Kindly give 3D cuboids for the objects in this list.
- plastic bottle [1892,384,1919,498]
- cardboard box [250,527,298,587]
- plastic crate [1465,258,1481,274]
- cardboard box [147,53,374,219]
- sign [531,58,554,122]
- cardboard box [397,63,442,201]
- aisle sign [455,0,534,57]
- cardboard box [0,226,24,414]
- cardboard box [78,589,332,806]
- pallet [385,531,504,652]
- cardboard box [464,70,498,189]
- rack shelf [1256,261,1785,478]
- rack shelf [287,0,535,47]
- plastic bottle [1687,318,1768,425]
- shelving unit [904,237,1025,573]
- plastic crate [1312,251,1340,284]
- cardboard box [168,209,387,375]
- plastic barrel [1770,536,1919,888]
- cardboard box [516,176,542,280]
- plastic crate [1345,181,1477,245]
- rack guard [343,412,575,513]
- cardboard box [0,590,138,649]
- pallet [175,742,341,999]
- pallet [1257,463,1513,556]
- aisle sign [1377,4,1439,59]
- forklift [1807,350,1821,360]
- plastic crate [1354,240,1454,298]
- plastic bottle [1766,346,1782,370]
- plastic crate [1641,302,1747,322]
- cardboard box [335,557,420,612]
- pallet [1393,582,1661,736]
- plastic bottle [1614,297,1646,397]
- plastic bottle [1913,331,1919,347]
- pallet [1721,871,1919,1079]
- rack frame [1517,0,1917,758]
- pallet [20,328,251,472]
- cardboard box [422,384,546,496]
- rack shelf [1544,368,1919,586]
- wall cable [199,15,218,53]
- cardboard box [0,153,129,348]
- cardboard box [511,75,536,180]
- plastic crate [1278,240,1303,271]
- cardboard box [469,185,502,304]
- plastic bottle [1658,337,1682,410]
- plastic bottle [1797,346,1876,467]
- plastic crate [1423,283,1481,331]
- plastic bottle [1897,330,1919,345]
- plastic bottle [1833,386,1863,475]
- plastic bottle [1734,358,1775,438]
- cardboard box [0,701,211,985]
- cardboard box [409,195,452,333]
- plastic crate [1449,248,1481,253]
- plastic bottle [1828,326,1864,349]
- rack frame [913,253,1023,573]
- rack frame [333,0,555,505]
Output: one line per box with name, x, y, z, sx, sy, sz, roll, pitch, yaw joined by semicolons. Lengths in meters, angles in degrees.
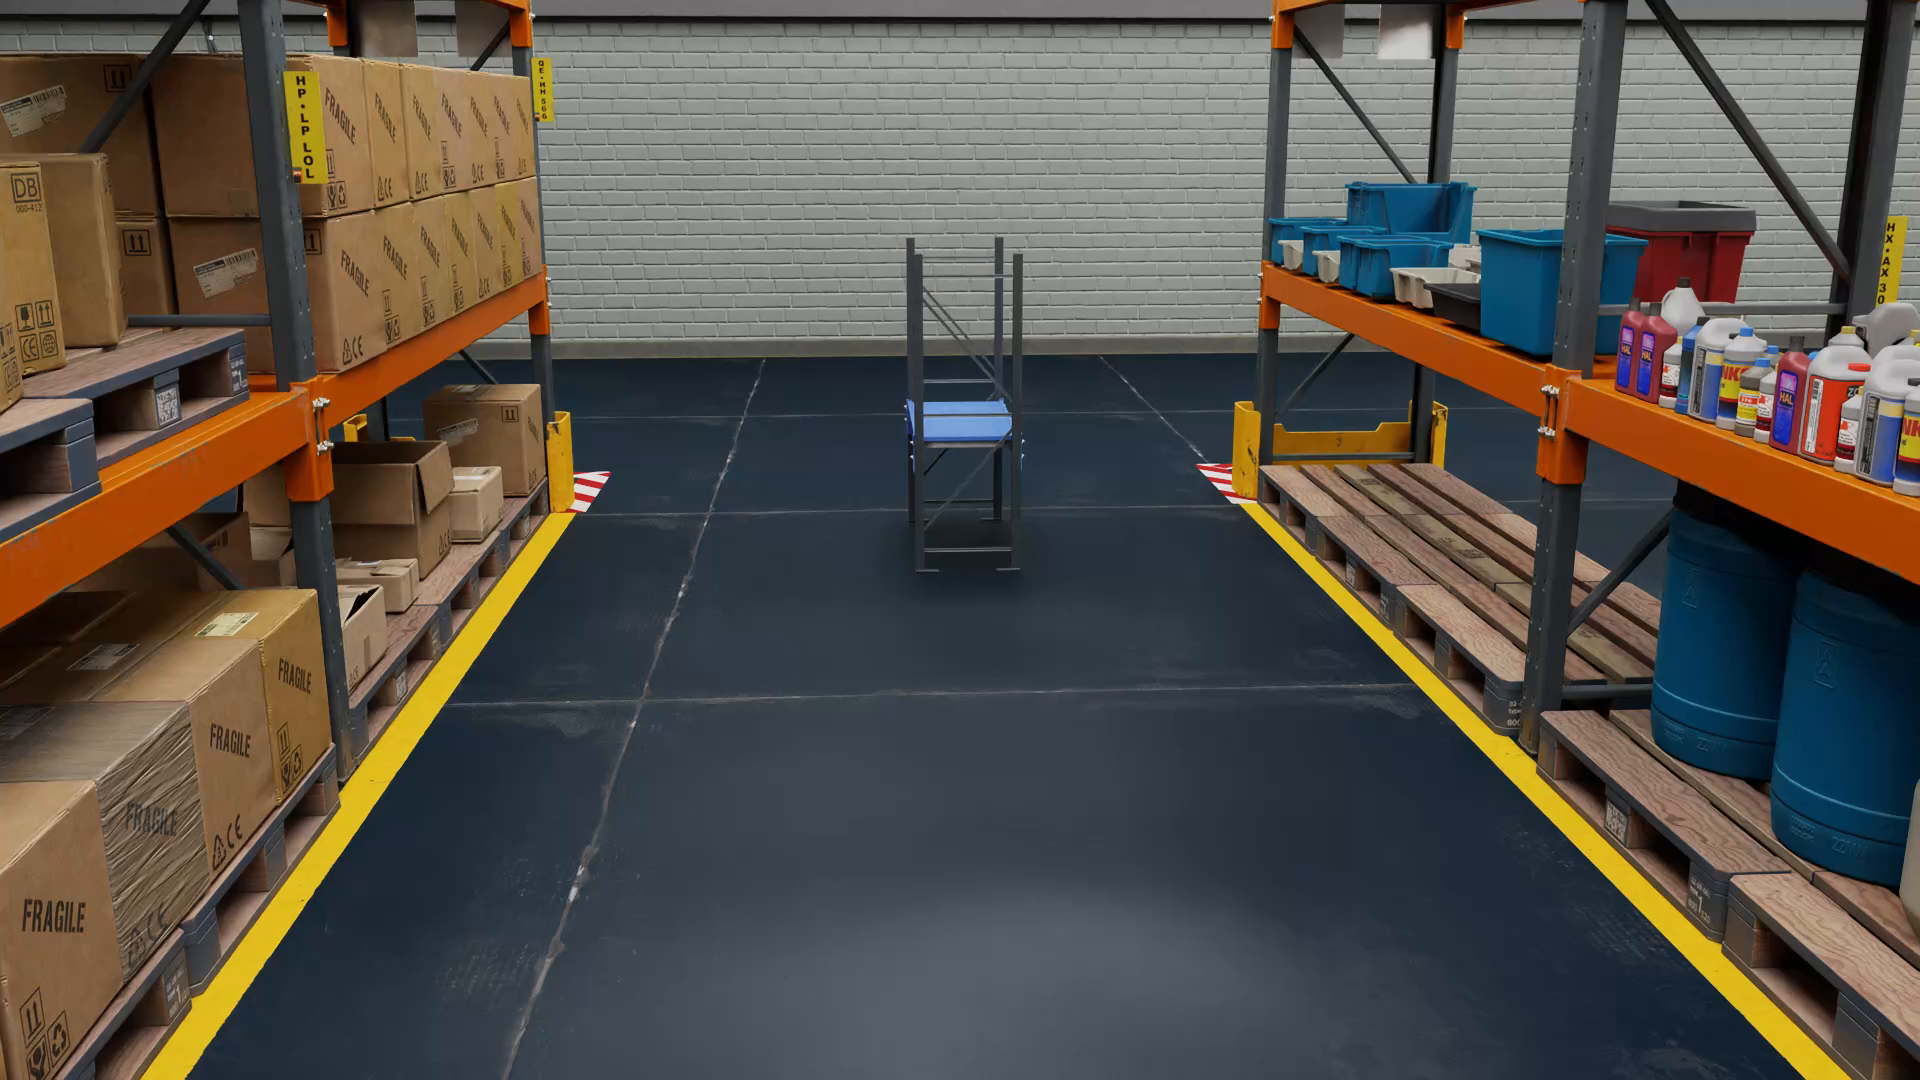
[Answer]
plastic bottle;2.137;-0.236;3.681;0.097;0.271;0.097;0;14;0
cardboard box;-2.872;0.105;6.613;0.500;0.311;0.500;-1;14;-3
plastic crate;2.503;-1.218;7.648;0.298;0.136;0.250;-1;14;-3
cardboard box;-2.255;-1.315;5.410;0.500;0.500;0.500;-1;14;-2
sign;-2.200;-2.373;8.771;0.100;0.325;0.005;-1;14;-3
cardboard box;-2.319;-1.571;6.405;0.500;0.500;0.500;-1;14;-5
aisle sign;-2.453;-2.936;8.701;0.394;0.787;0.004;-1;14;-3
cardboard box;-2.336;-0.474;3.305;0.700;0.500;0.500;-5;15;-18
cardboard box;-2.190;0.455;4.871;0.500;0.500;0.500;-1;14;-4
pallet;-2.627;0.215;7.268;1.003;0.211;1.213;-1;14;-3
cardboard box;-2.384;-1.827;7.401;0.500;0.500;0.500;0;14;-2
rack shelf;2.313;-0.885;7.391;1.077;0.370;4.000;-1;14;-3
rack shelf;-2.631;-2.262;6.723;1.077;0.370;4.000;-1;14;-3
plastic bottle;2.108;-0.464;4.559;0.152;0.276;0.135;-1;14;-3
shelving unit;0.005;-0.705;8.257;0.538;1.500;1.048;-1;14;-3
plastic crate;1.855;-1.316;8.030;0.250;0.136;0.298;-1;14;-3
cardboard box;-2.267;-0.840;5.571;0.500;0.500;0.500;-1;14;-2
plastic barrel;2.498;0.388;4.366;0.600;0.901;0.708;-1;14;-3
cardboard box;-2.455;-1.597;8.512;0.500;0.500;0.500;0;14;-2
plastic crate;2.396;-1.697;8.910;0.616;0.435;0.499;-1;14;-3
rack guard;-2.750;-0.426;9.179;1.175;0.500;0.348;-1;14;-3
cardboard box;-2.720;0.461;4.849;0.500;0.500;0.500;-2;15;-6
pallet;-2.419;0.892;4.638;1.003;0.211;1.213;-1;14;-3
pallet;2.202;-0.175;8.782;1.003;0.211;1.213;-1;14;-3
aisle sign;2.477;-3.012;8.997;0.394;0.787;0.004;-1;14;-3
forklift;5.004;-0.982;6.462;1.130;2.935;3.031;-9;17;-30
plastic crate;1.976;-1.210;7.426;0.416;0.233;0.300;-1;14;-3
plastic bottle;2.232;-0.435;4.594;0.097;0.201;0.097;0;14;0
plastic crate;2.551;-0.755;5.852;0.396;0.136;0.243;-1;14;-3
cardboard box;-2.381;0.176;6.627;0.380;0.166;0.250;-1;14;-3
pallet;2.353;0.432;6.424;1.003;0.211;1.213;-1;14;-3
plastic bottle;2.034;-0.582;5.002;0.061;0.283;0.133;-1;14;-3
plastic bottle;2.677;-0.487;4.496;0.144;0.351;0.185;-1;14;-3
pallet;2.522;1.111;3.785;1.003;0.211;1.213;-1;14;-3
rack frame;2.437;-0.736;5.368;1.000;3.000;0.127;-1;14;-3
pallet;-2.566;-0.367;4.319;1.003;0.211;1.213;-1;14;-3
cardboard box;-2.475;-0.527;8.686;0.500;0.500;0.500;-1;14;-3
rack shelf;2.561;0.110;3.524;1.077;0.370;4.000;-1;14;-3
wall cable;-7.692;-4.392;13.768;3.097;2.526;0.112;-1;14;-3
cardboard box;-2.701;-0.791;4.538;0.700;0.500;0.500;-6;16;-22
cardboard box;-2.453;-2.082;8.390;0.500;0.500;0.500;-1;14;-4
plastic crate;1.813;-1.485;8.686;0.250;0.136;0.298;-1;14;-3
cardboard box;-2.394;-1.344;7.528;0.500;0.500;0.500;-1;14;-3
plastic bottle;2.068;-0.481;4.773;0.097;0.201;0.097;0;14;0
plastic bottle;2.143;-0.325;4.018;0.152;0.276;0.135;-1;14;-3
plastic crate;2.100;-0.906;6.460;0.437;0.125;0.590;-1;14;-3
plastic bottle;2.819;-0.519;4.921;0.097;0.201;0.097;0;14;0
plastic bottle;2.123;-0.259;3.914;0.097;0.201;0.097;0;14;0
plastic bottle;2.094;-0.374;4.361;0.097;0.201;0.097;0;14;0
cardboard box;-2.137;0.703;3.908;0.500;0.500;0.500;-1;14;-3
cardboard box;-2.330;-1.092;6.549;0.500;0.500;0.500;-1;14;-4
plastic crate;2.424;-1.360;8.201;0.396;0.136;0.243;-1;14;-3
plastic bottle;2.661;-0.540;5.006;0.097;0.201;0.097;0;14;0
rack frame;0.037;-0.579;7.766;0.500;1.500;0.032;-1;14;-3
rack frame;-2.755;-1.655;8.941;1.000;3.000;0.127;-1;14;-3
